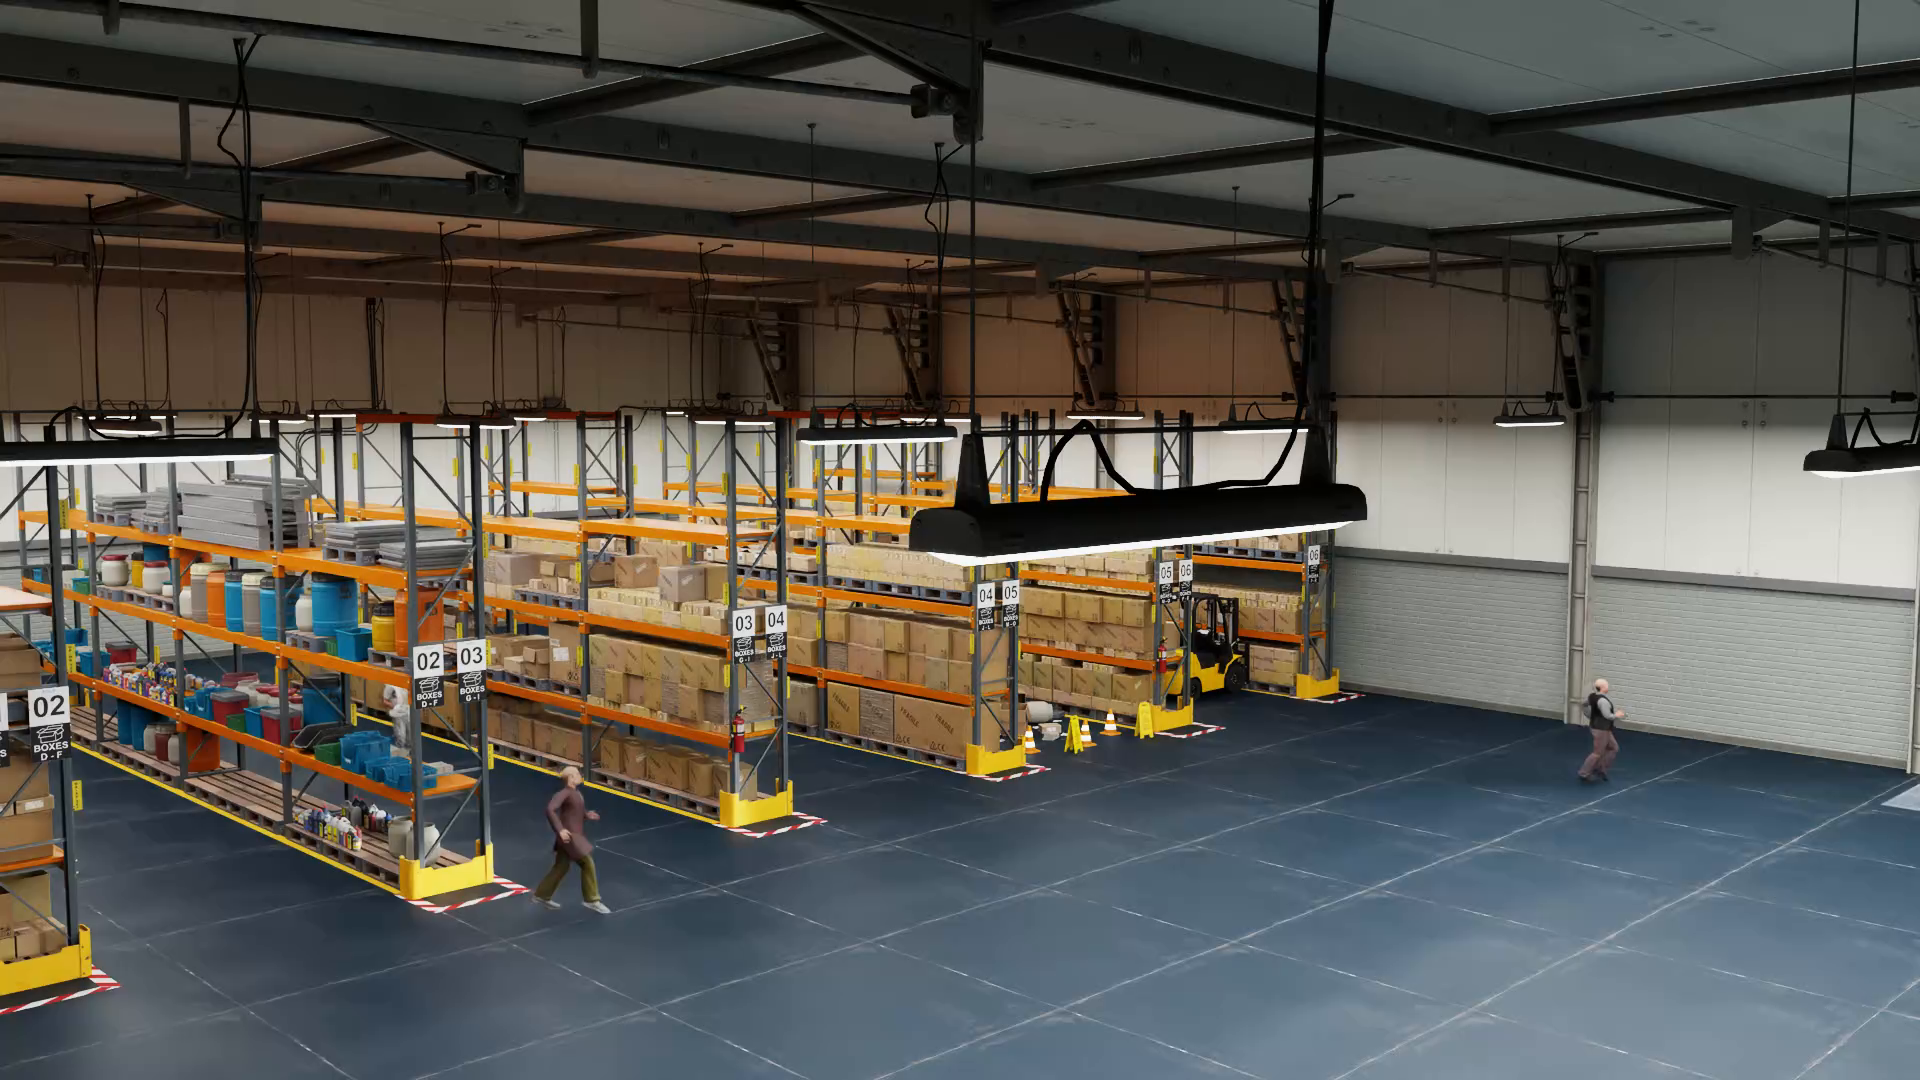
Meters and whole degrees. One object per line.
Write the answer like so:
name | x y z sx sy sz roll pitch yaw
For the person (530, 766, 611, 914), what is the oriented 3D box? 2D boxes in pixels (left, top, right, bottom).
person | -4.781 3.671 20.342 0.956 1.818 0.702 -1 5 -16

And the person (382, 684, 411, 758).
person | -9.477 2.990 28.337 0.573 1.739 0.681 4 7 41

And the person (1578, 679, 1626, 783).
person | 10.456 3.130 27.082 0.713 1.752 0.625 1 5 9
